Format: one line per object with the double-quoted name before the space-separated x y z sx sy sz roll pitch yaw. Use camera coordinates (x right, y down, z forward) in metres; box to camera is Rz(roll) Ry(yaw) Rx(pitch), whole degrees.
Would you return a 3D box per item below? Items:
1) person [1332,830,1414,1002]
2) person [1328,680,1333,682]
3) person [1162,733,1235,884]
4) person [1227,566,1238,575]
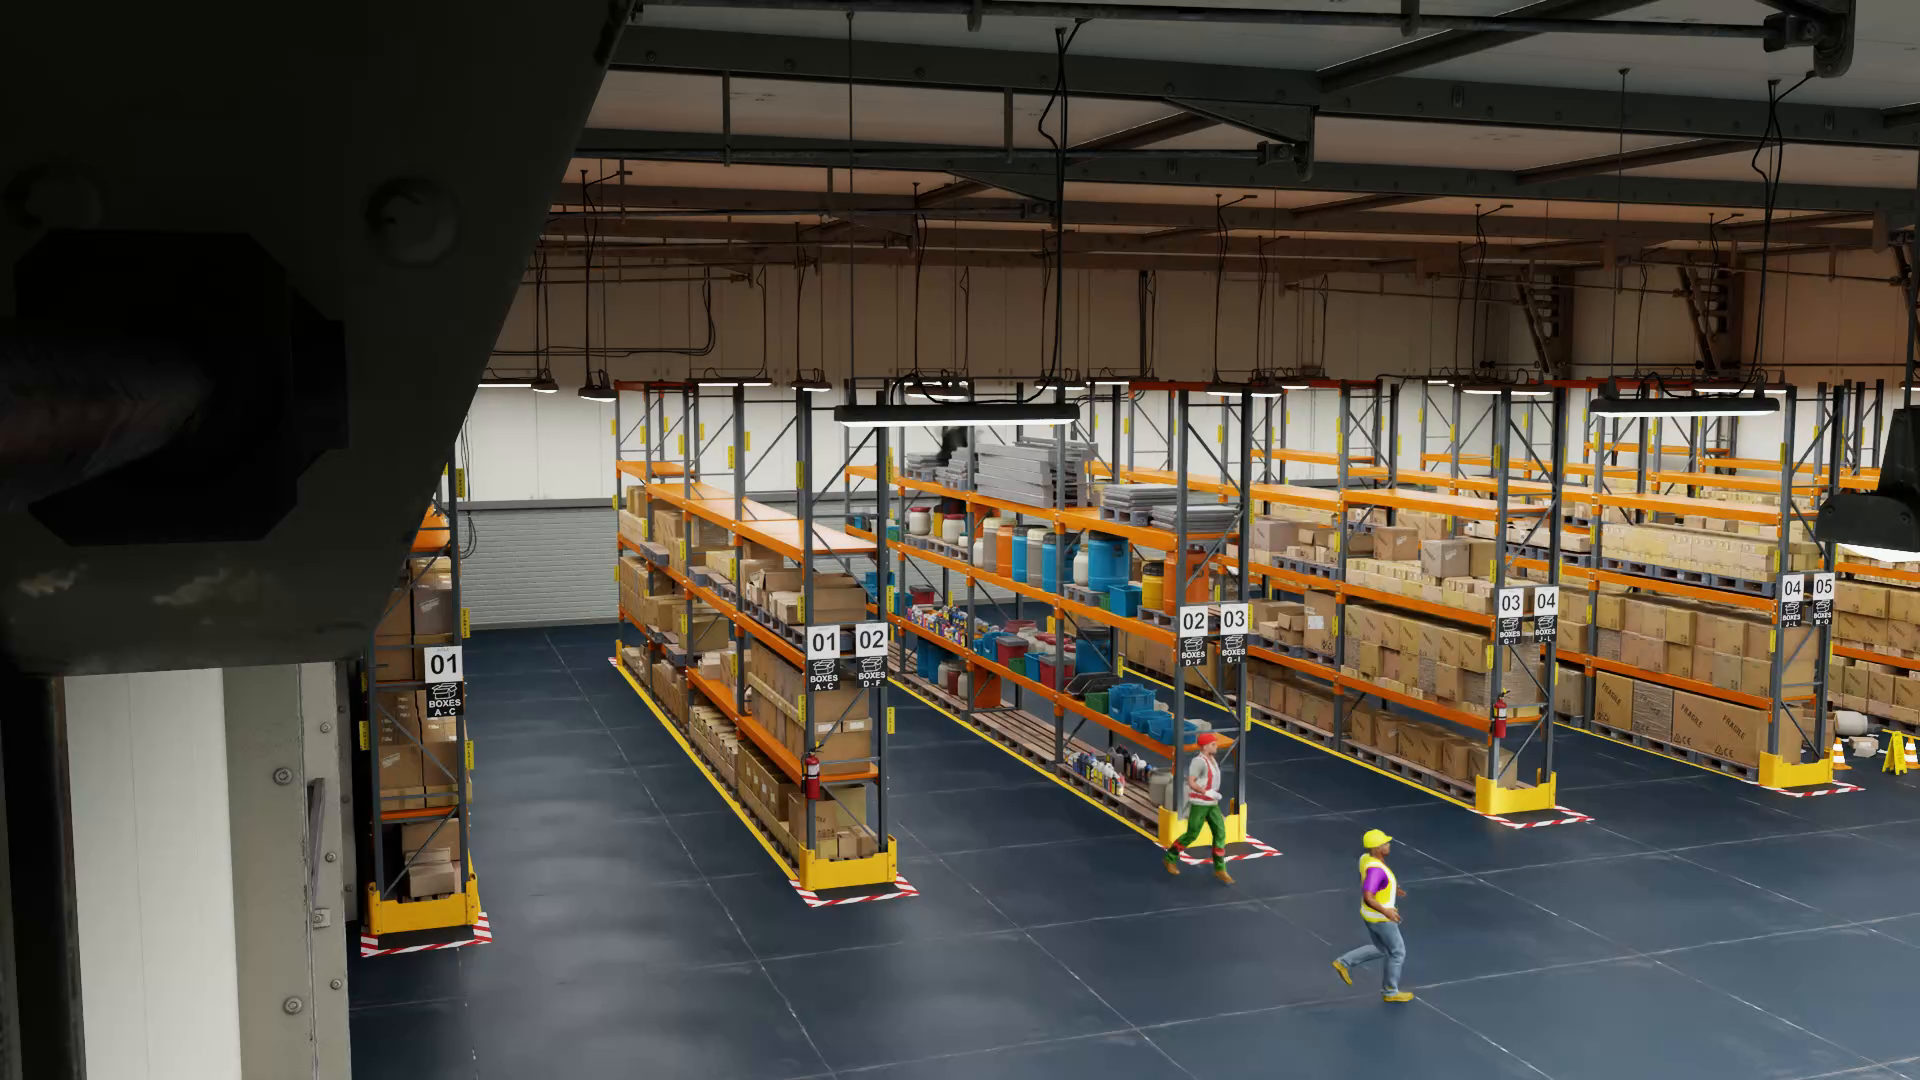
"person" 4.124 3.729 16.518 0.795 1.732 0.712 0 6 3
"person" 7.426 1.972 33.337 0.577 1.730 0.696 -4 7 -31
"person" 3.040 3.271 20.527 0.930 1.781 0.724 4 7 35
"person" 6.552 1.127 41.303 0.713 1.686 0.770 1 6 5
